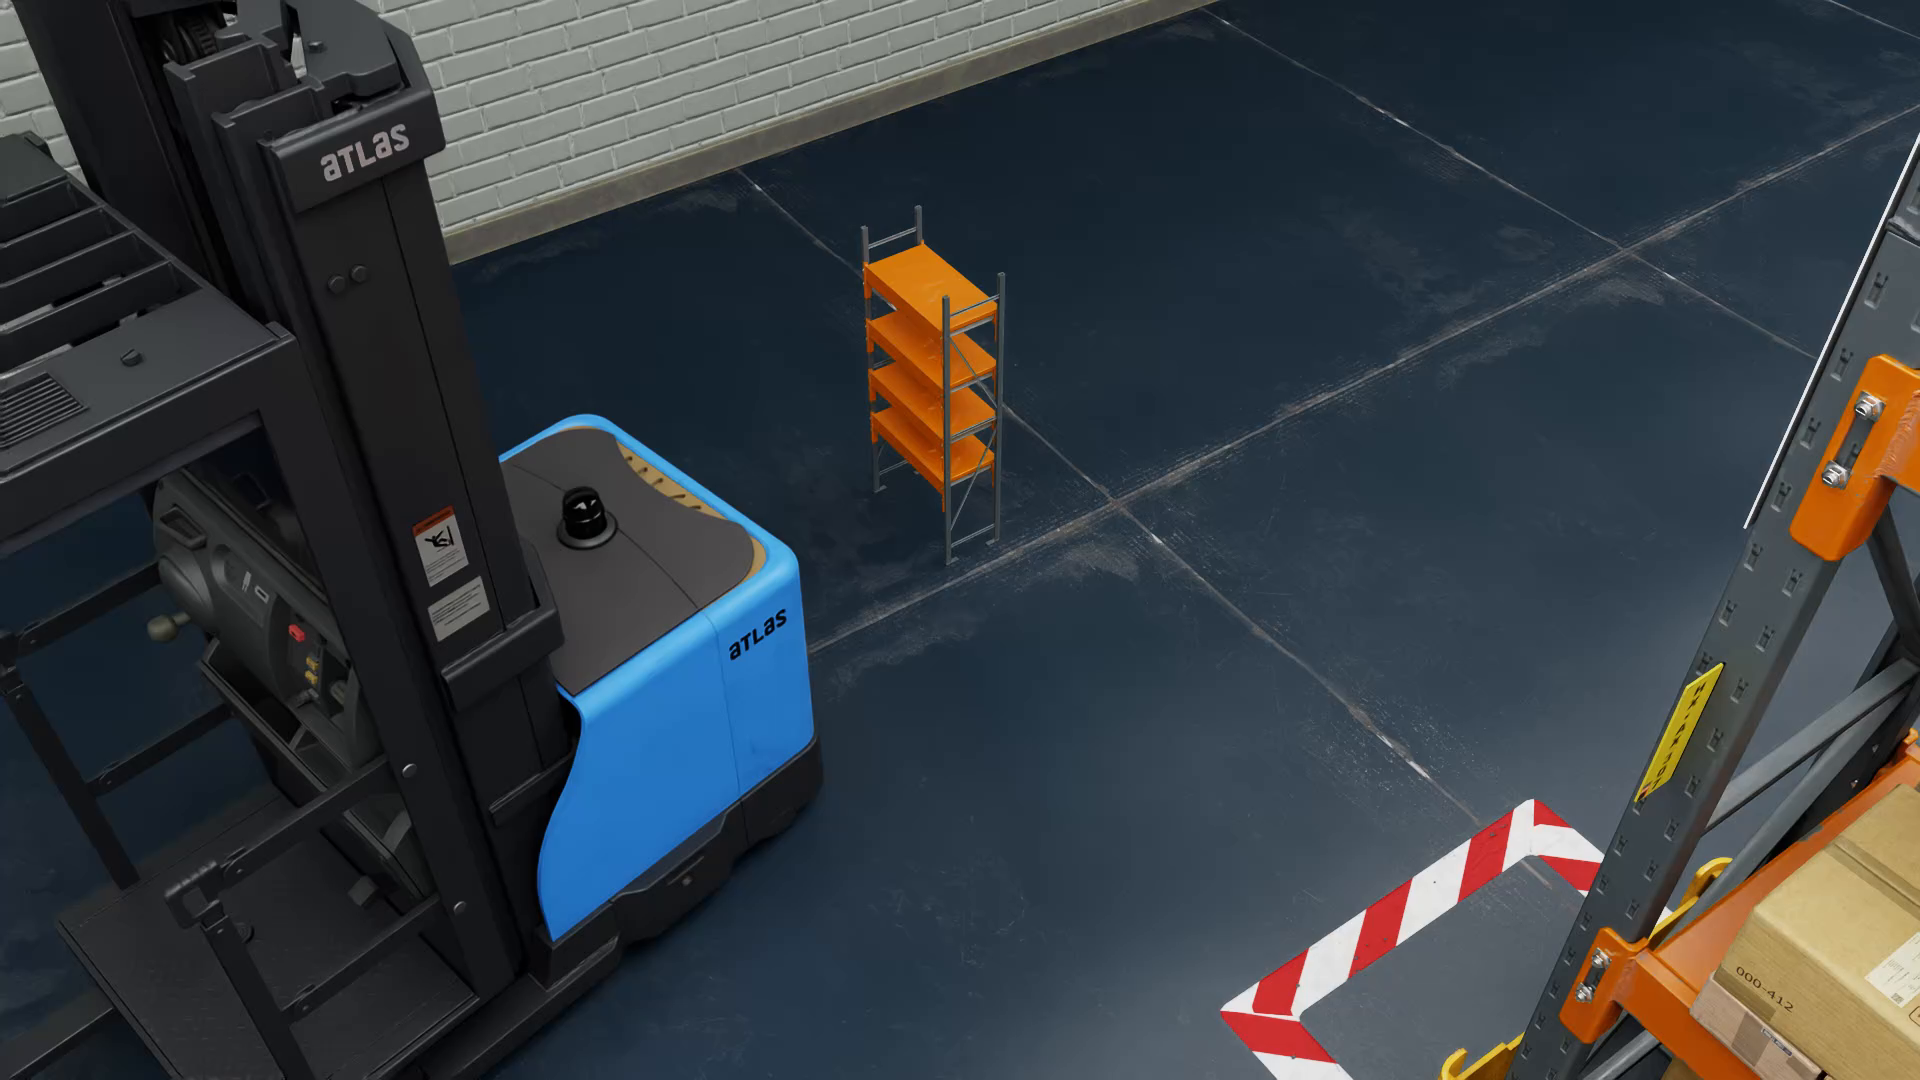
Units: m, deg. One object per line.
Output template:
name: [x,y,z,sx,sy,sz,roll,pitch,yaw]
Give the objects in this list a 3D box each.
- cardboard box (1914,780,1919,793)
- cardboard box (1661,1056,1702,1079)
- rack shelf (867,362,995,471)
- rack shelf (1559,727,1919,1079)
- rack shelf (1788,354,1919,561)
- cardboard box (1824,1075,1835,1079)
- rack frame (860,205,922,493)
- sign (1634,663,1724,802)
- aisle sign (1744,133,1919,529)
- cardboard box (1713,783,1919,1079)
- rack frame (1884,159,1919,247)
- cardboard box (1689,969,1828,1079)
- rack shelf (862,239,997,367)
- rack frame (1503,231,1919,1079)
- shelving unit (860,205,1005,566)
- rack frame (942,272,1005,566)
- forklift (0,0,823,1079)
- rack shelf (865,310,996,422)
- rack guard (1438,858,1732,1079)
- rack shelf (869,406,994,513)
cardboard box: [2.258,0.596,3.346,0.500,0.250,0.500,-26,50,-25]
cardboard box: [2.195,1.428,3.817,0.875,0.875,0.875,-26,49,-24]
rack shelf: [-0.095,-0.479,5.980,0.258,0.148,0.480,-26,49,-24]
rack shelf: [2.907,1.873,2.637,1.077,0.370,4.000,-26,49,-24]
rack shelf: [2.907,0.788,1.601,1.077,0.370,4.000,-26,49,-24]
cardboard box: [1.844,1.047,3.163,0.380,0.149,0.250,-26,50,-25]
rack frame: [-0.234,-0.666,6.079,0.240,1.200,0.015,-26,49,-24]
sign: [1.305,0.354,3.022,0.100,0.325,0.005,-26,49,-24]
aisle sign: [1.476,-0.383,2.596,0.394,0.787,0.004,-26,49,-24]
cardboard box: [1.816,0.805,3.127,0.500,0.250,0.500,-27,50,-25]
rack frame: [1.763,-1.690,1.503,1.000,3.000,0.127,-26,49,-24]
cardboard box: [1.696,0.902,3.314,0.380,0.149,0.250,-25,49,-24]
rack shelf: [-0.095,-0.812,5.663,0.258,0.148,0.480,-26,49,-24]
rack frame: [1.763,0.480,3.575,1.000,3.000,0.127,-26,49,-24]
shelving unit: [-0.095,-0.528,5.934,0.258,1.200,0.503,-26,49,-24]
rack frame: [0.045,-0.390,5.789,0.240,1.200,0.015,-26,49,-24]
forklift: [-1.815,0.270,3.844,1.130,2.935,3.031,33,53,30]
rack shelf: [-0.095,-0.641,5.826,0.258,0.148,0.480,-26,49,-24]
rack guard: [1.750,1.371,4.452,1.175,0.500,0.348,-26,49,-24]
rack shelf: [-0.095,-0.335,6.117,0.258,0.148,0.480,-26,49,-24]
